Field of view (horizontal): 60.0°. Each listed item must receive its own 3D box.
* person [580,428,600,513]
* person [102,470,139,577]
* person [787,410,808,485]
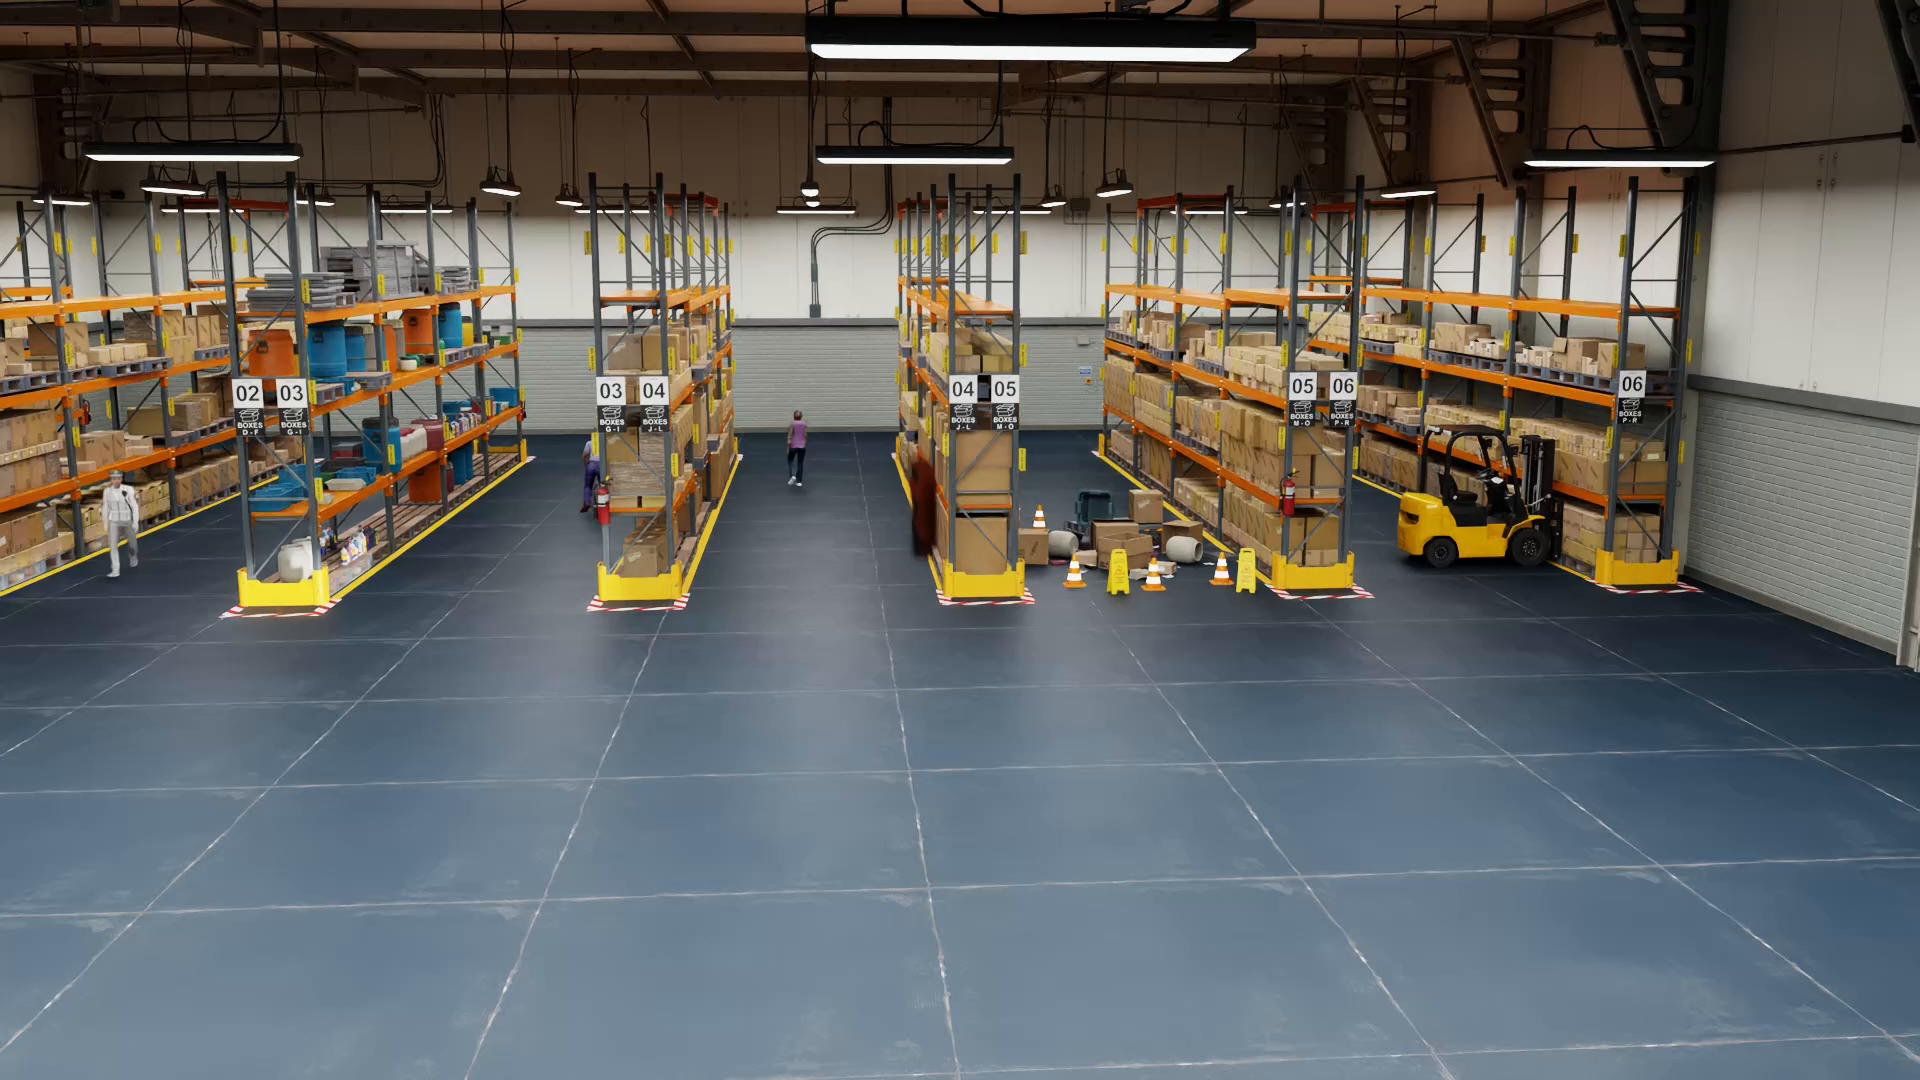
[{"bbox_3d":[-6.872,-1.273,31.355,0.567,1.592,0.638,0,10,-3],"label":"person"},{"bbox_3d":[-12.930,-0.293,25.624,0.516,1.633,0.909,-4,11,-20],"label":"person"},{"bbox_3d":[-3.430,-1.939,35.052,0.457,1.597,0.394,-3,11,-17],"label":"person"}]
